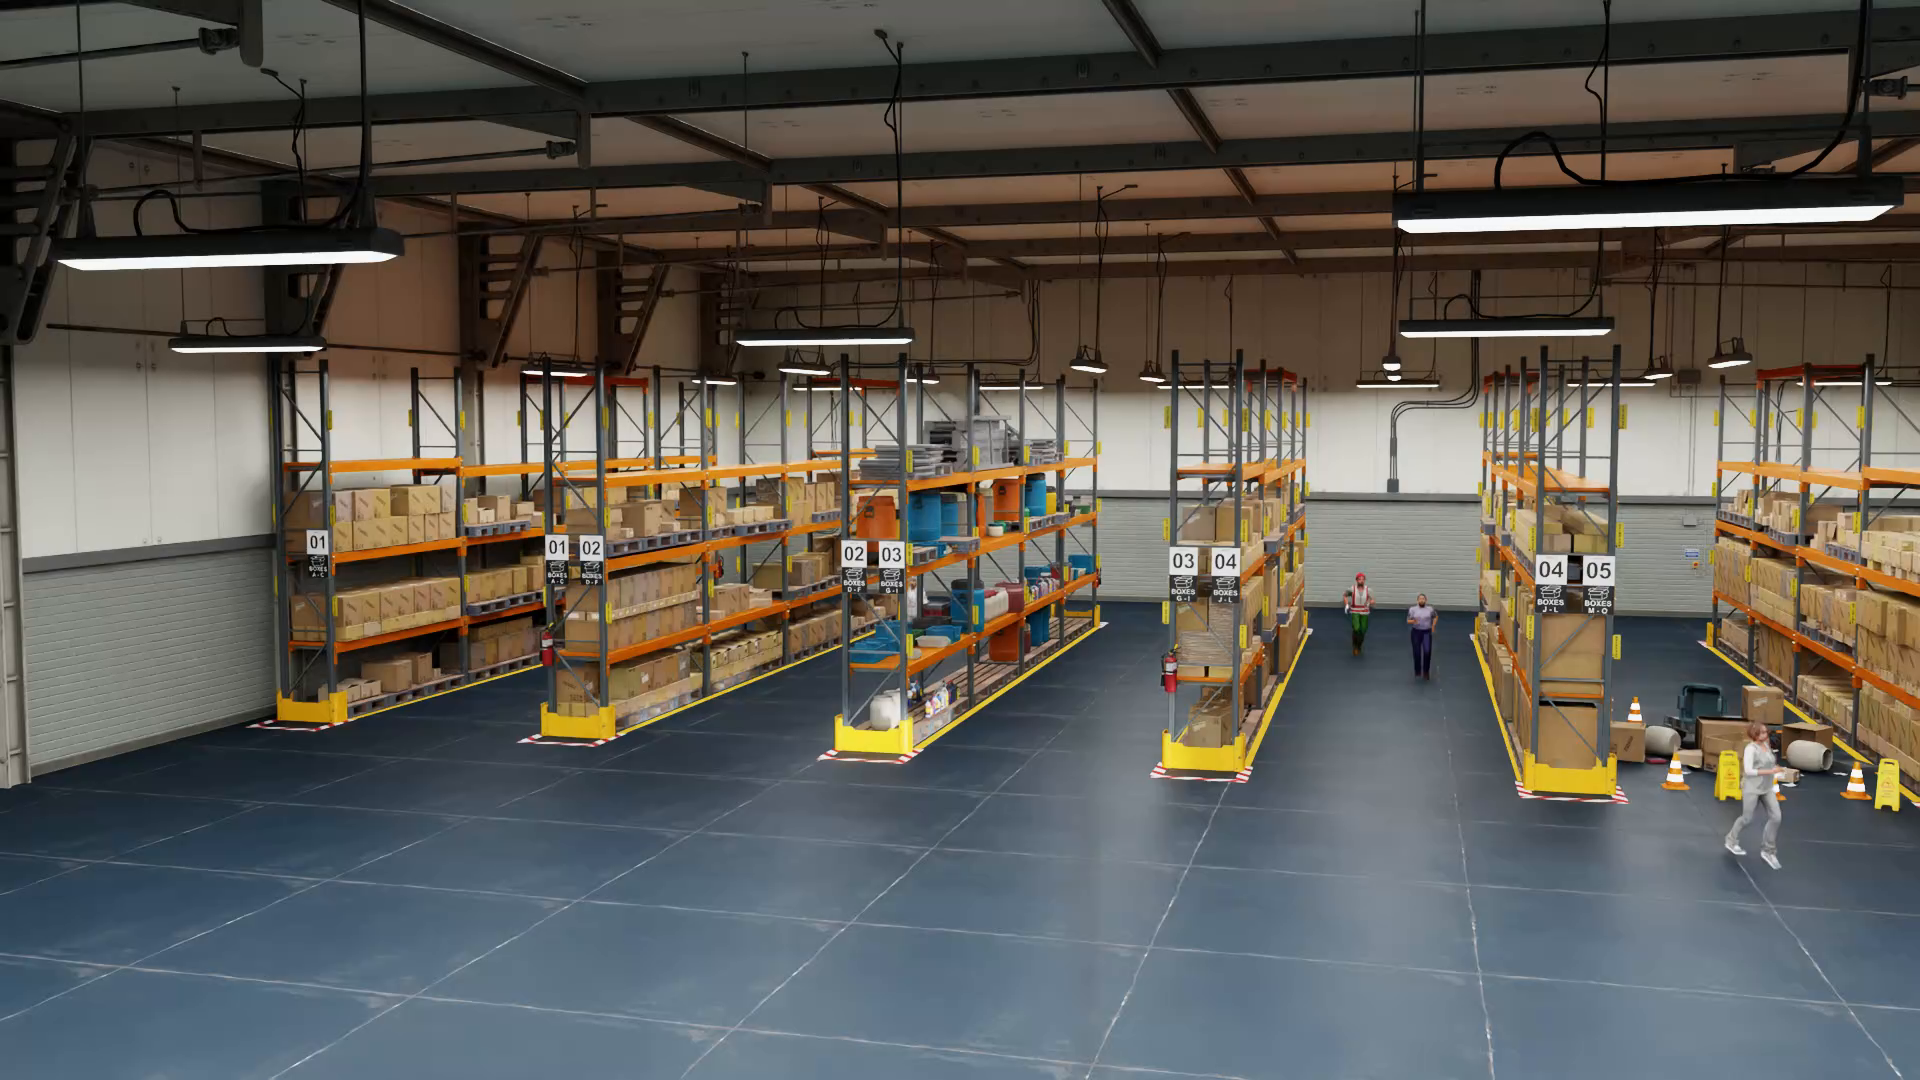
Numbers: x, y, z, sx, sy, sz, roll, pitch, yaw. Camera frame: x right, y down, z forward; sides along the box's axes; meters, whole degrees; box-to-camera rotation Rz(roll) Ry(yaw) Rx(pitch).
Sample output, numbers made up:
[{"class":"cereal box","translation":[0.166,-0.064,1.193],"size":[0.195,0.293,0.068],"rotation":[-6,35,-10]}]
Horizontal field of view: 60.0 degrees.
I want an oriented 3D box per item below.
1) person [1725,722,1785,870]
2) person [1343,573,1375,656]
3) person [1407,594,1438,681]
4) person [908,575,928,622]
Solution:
[{"class":"person","translation":[8.942,2.850,18.728],"size":[0.509,1.638,0.706],"rotation":[-2,5,-24]},{"class":"person","translation":[8.495,1.580,35.324],"size":[0.649,1.770,0.697],"rotation":[0,4,3]},{"class":"person","translation":[8.925,1.883,32.133],"size":[0.582,1.695,0.680],"rotation":[1,4,16]},{"class":"person","translation":[-0.917,1.518,32.564],"size":[0.611,1.731,0.876],"rotation":[1,4,12]}]
